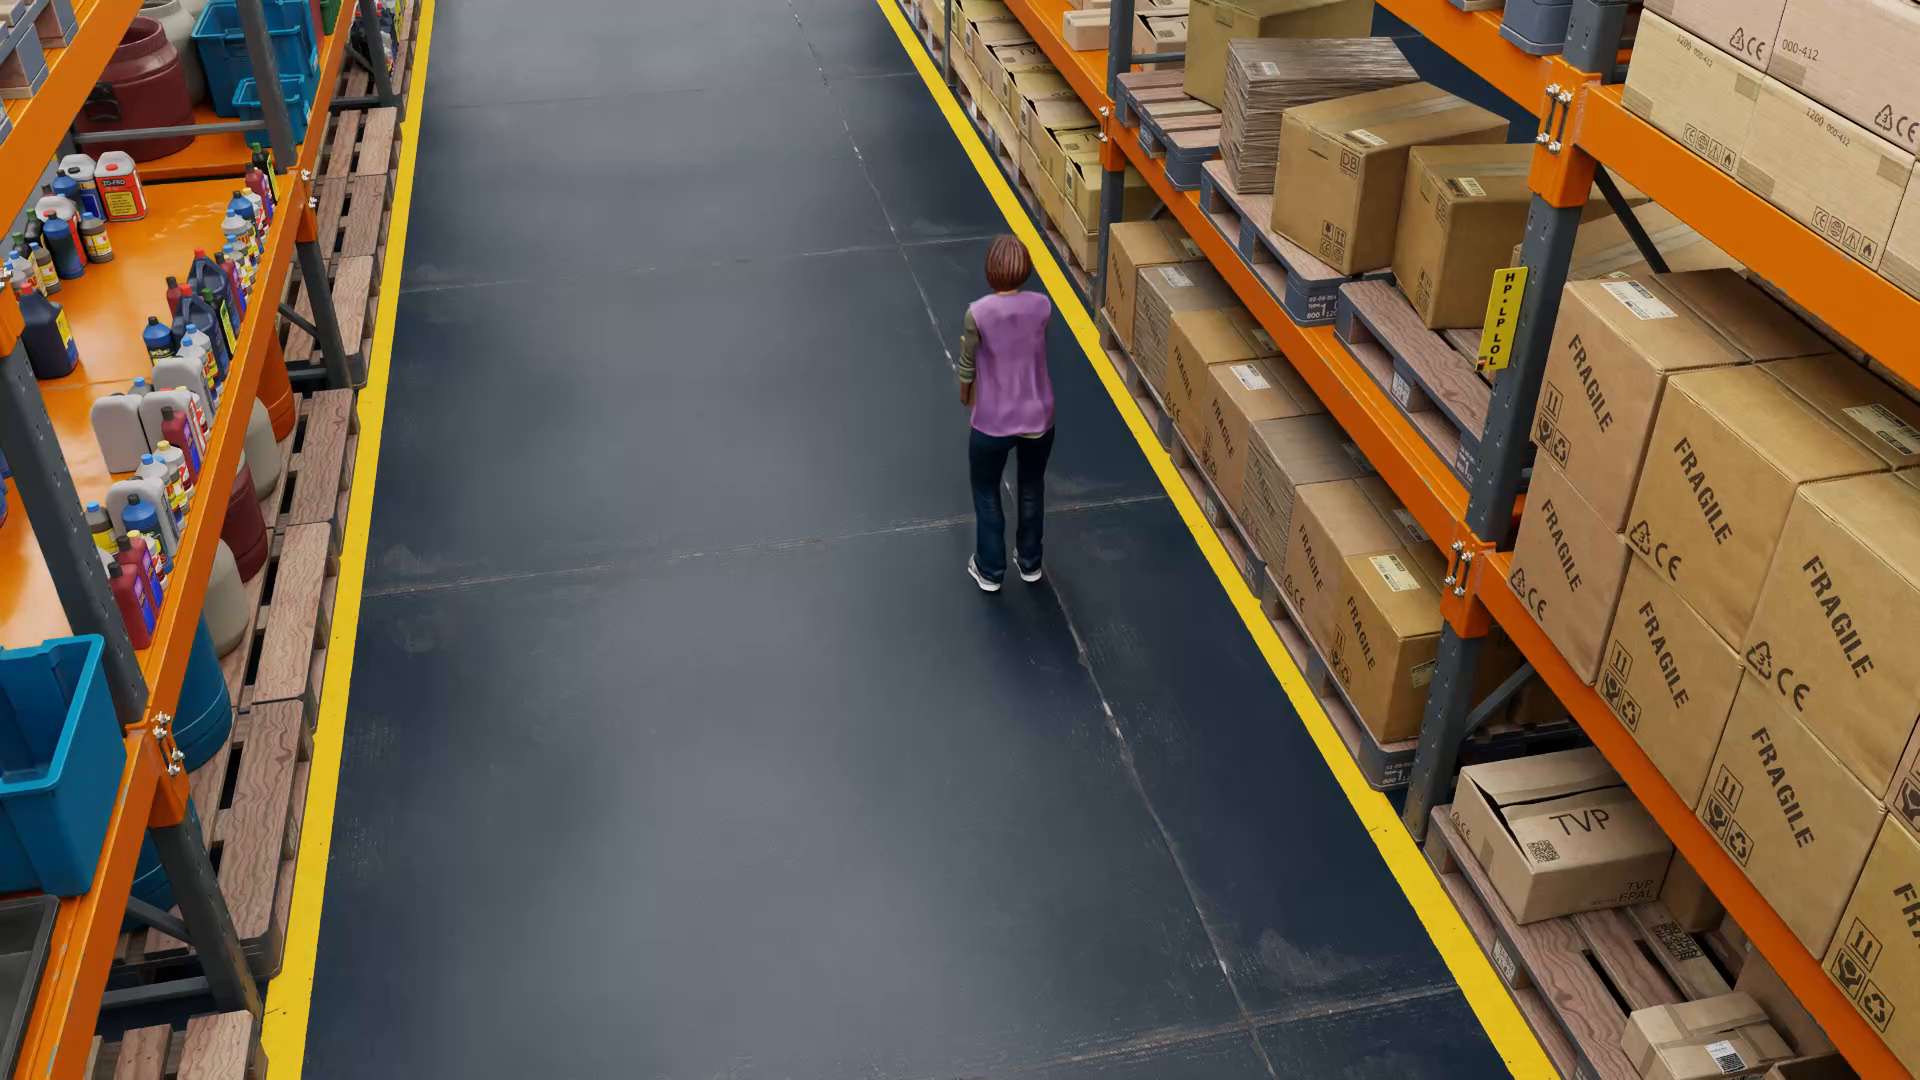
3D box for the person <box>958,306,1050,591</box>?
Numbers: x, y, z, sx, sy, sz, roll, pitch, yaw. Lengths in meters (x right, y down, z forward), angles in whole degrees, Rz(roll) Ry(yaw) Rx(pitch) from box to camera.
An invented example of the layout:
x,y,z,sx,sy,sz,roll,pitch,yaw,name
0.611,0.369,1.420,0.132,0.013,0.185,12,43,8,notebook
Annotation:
x,y,z,sx,sy,sz,roll,pitch,yaw,name
0.204,-0.397,6.952,0.373,1.342,0.386,-8,36,-11,person
